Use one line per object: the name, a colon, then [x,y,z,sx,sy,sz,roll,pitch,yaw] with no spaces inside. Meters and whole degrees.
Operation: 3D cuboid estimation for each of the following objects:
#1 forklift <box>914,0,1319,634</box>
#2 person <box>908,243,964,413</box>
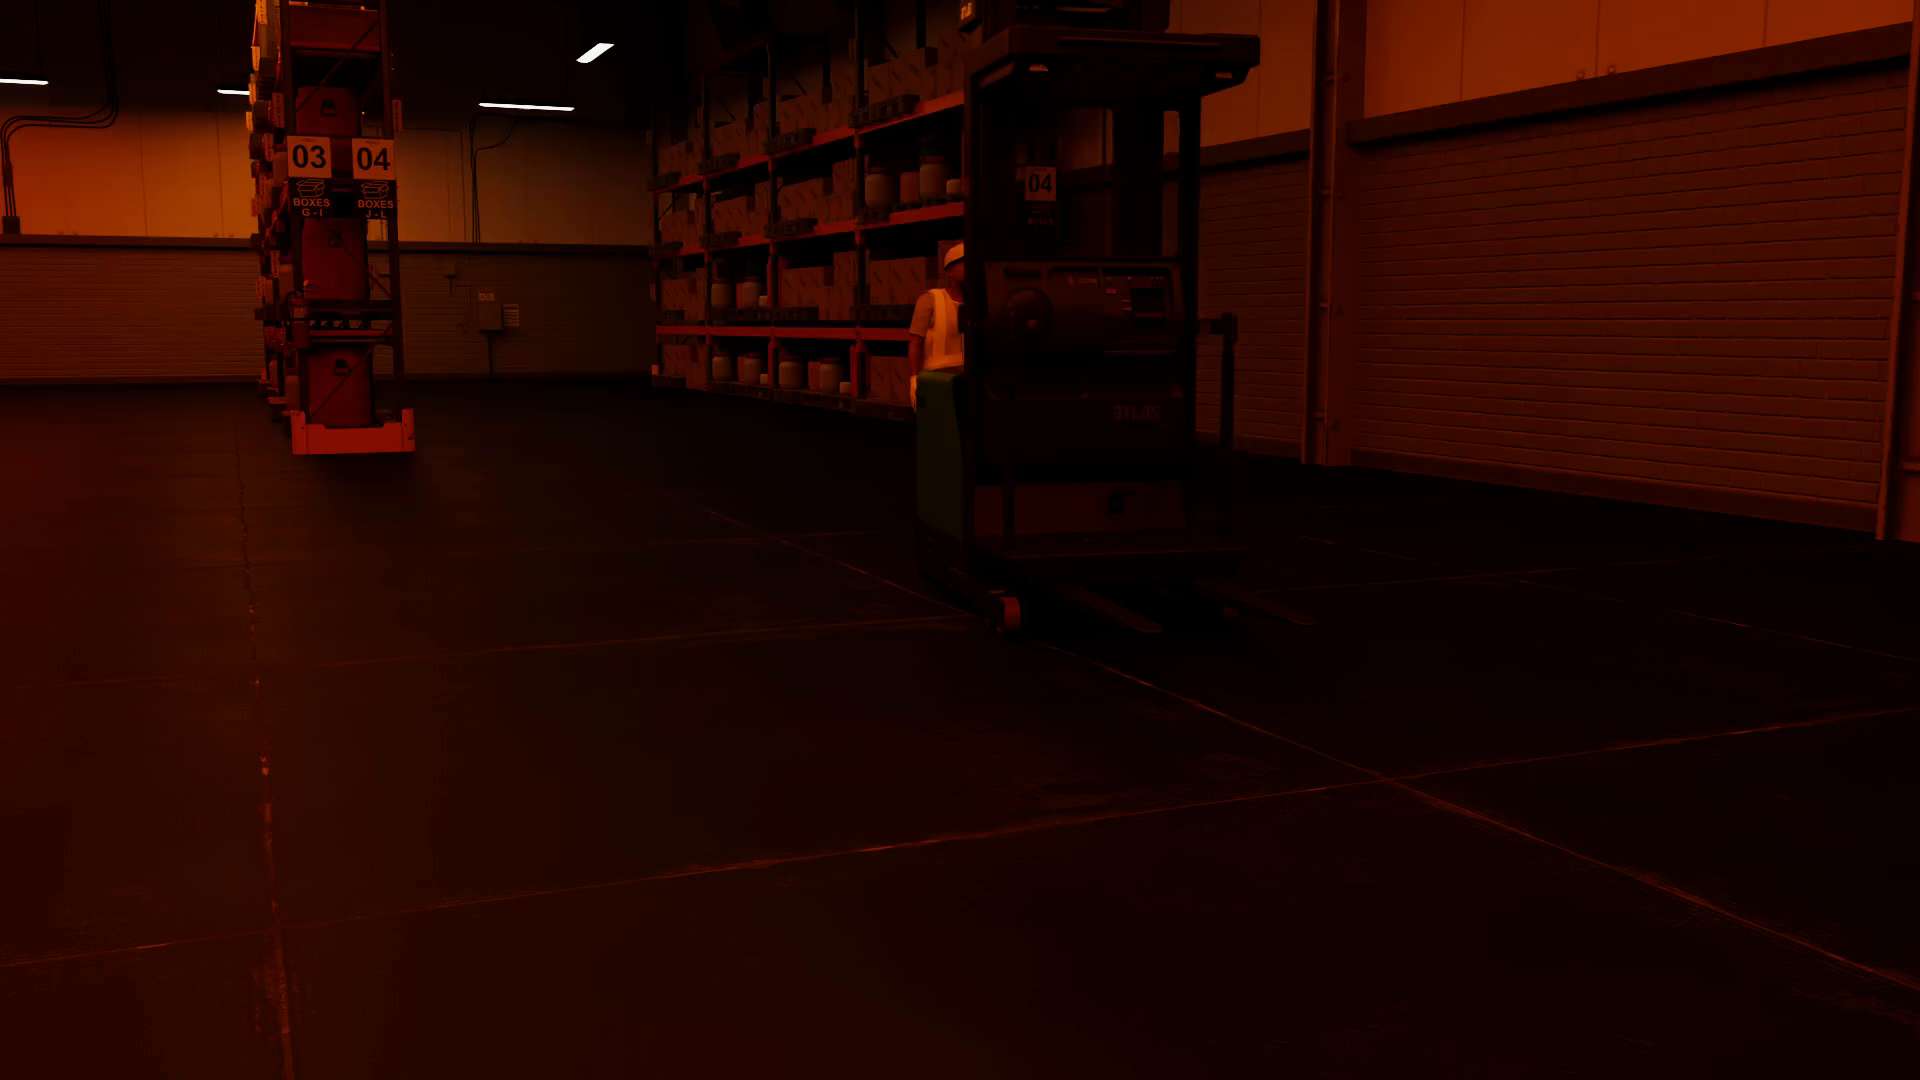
forklift: [0.619,-1.104,7.314,1.130,2.935,3.031,-2,8,-14]
person: [0.020,-0.882,9.968,0.656,1.782,0.577,-3,8,-23]
